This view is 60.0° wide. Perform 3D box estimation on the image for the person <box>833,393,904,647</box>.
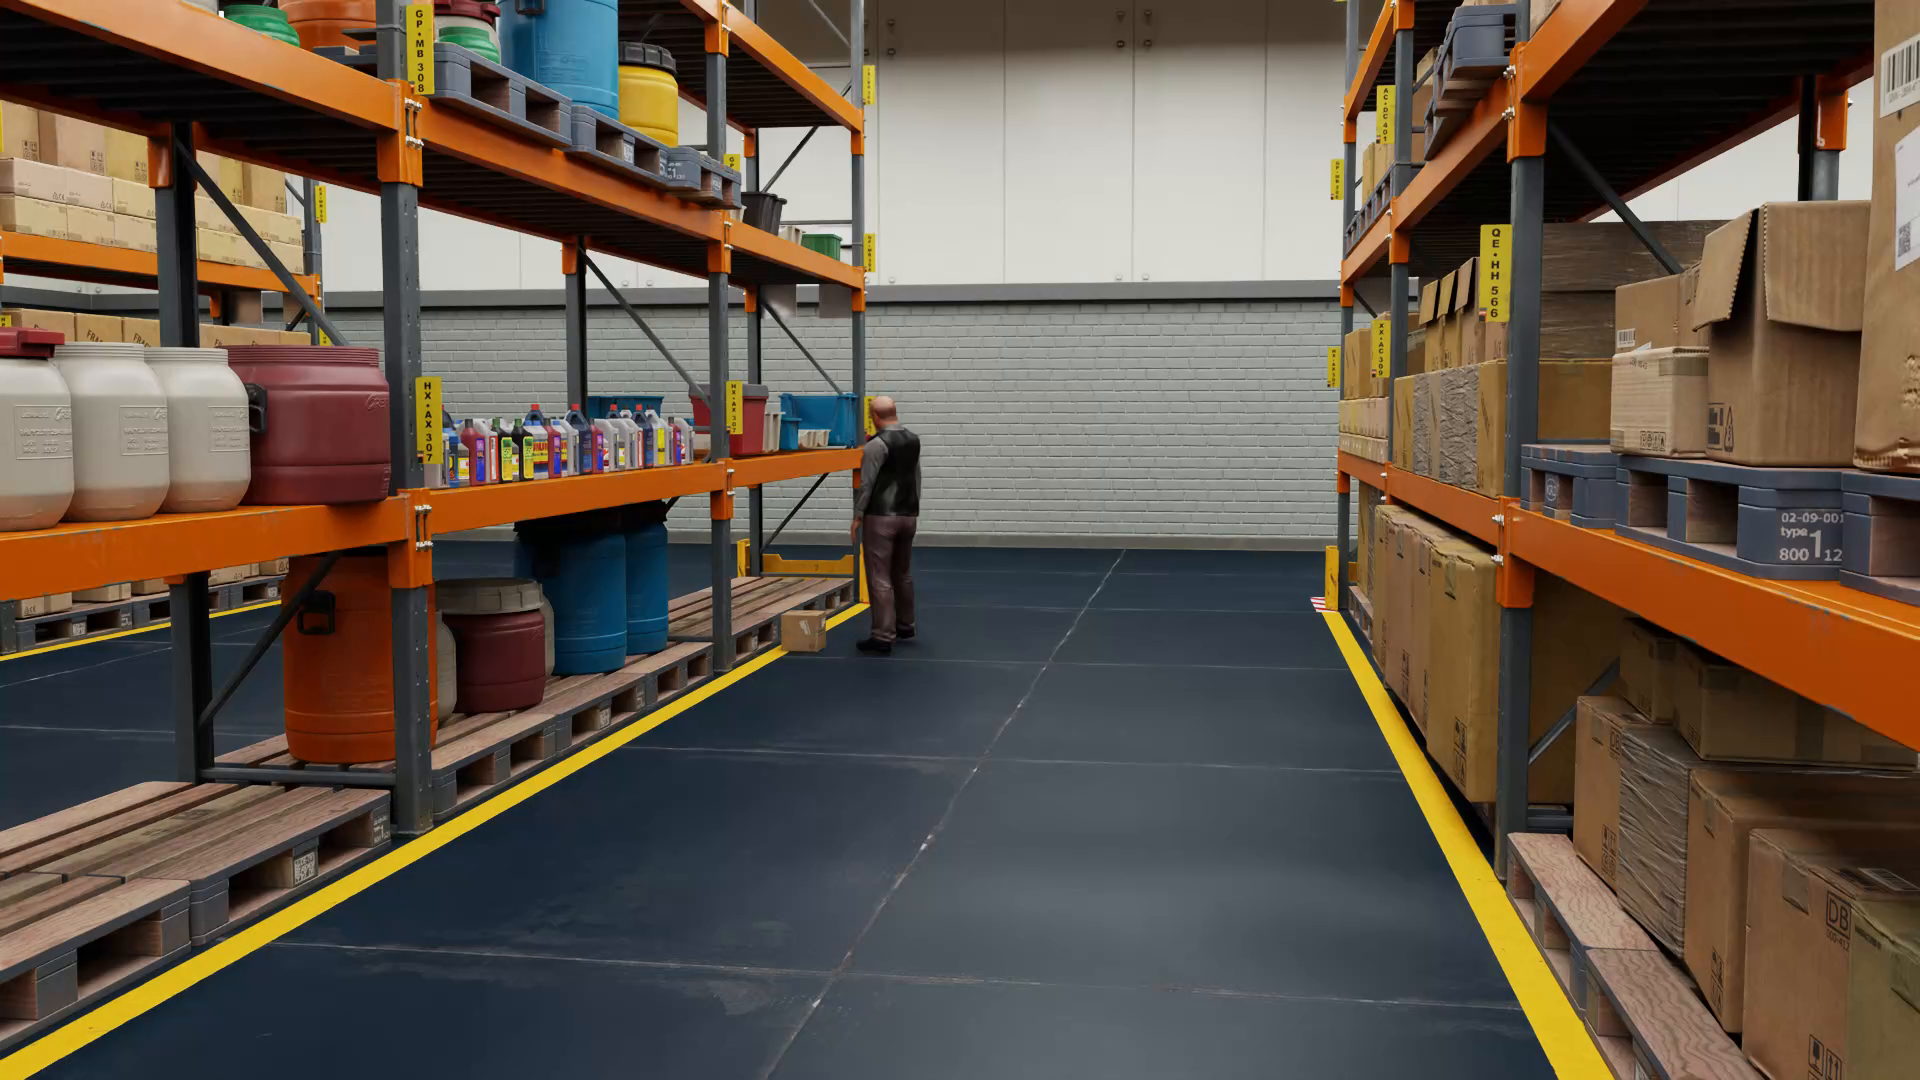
[{"bbox_3d":[-0.613,-0.123,11.220,0.487,1.721,0.608,2,5,23],"label":"person"}]
